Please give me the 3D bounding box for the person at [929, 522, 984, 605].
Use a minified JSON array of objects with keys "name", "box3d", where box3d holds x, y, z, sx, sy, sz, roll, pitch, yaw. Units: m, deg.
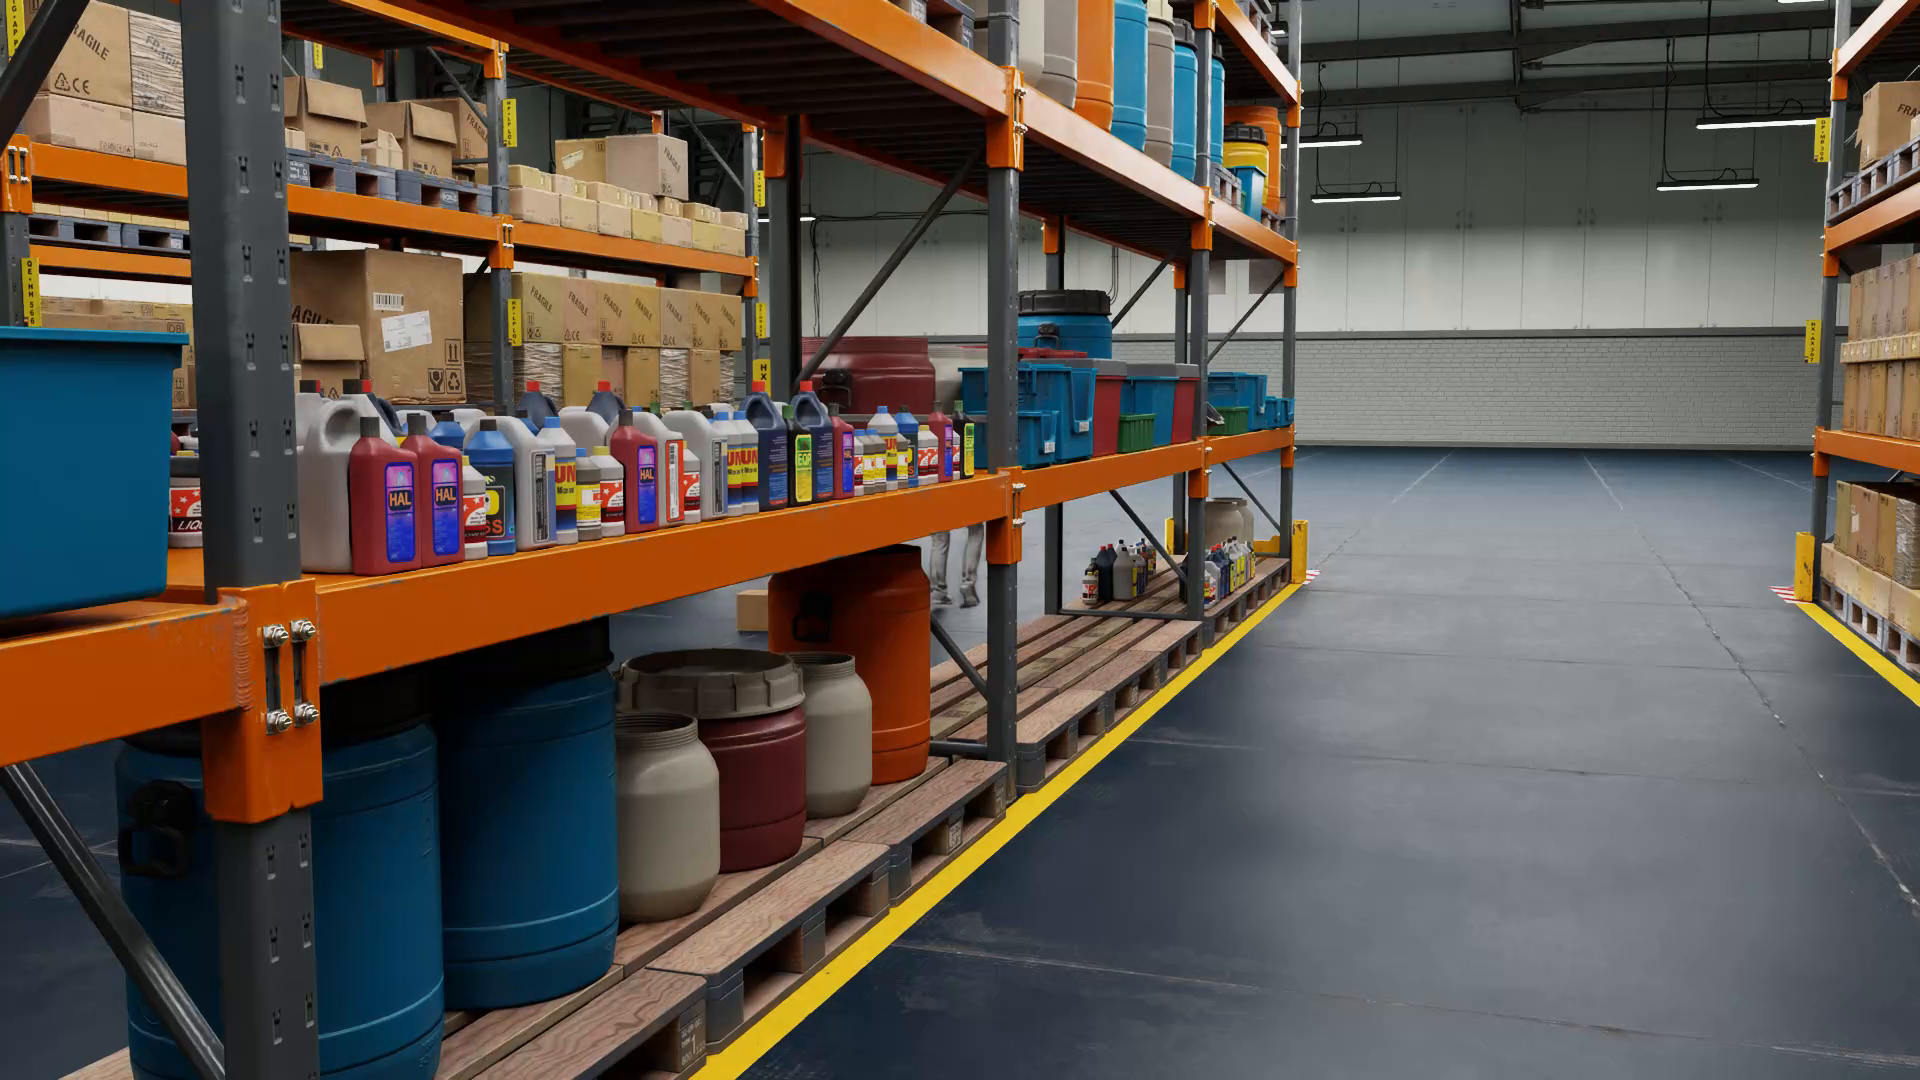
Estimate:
[{"name":"person","box3d":[-0.058,-0.330,12.282,0.527,1.747,0.516,2,6,18]}]
